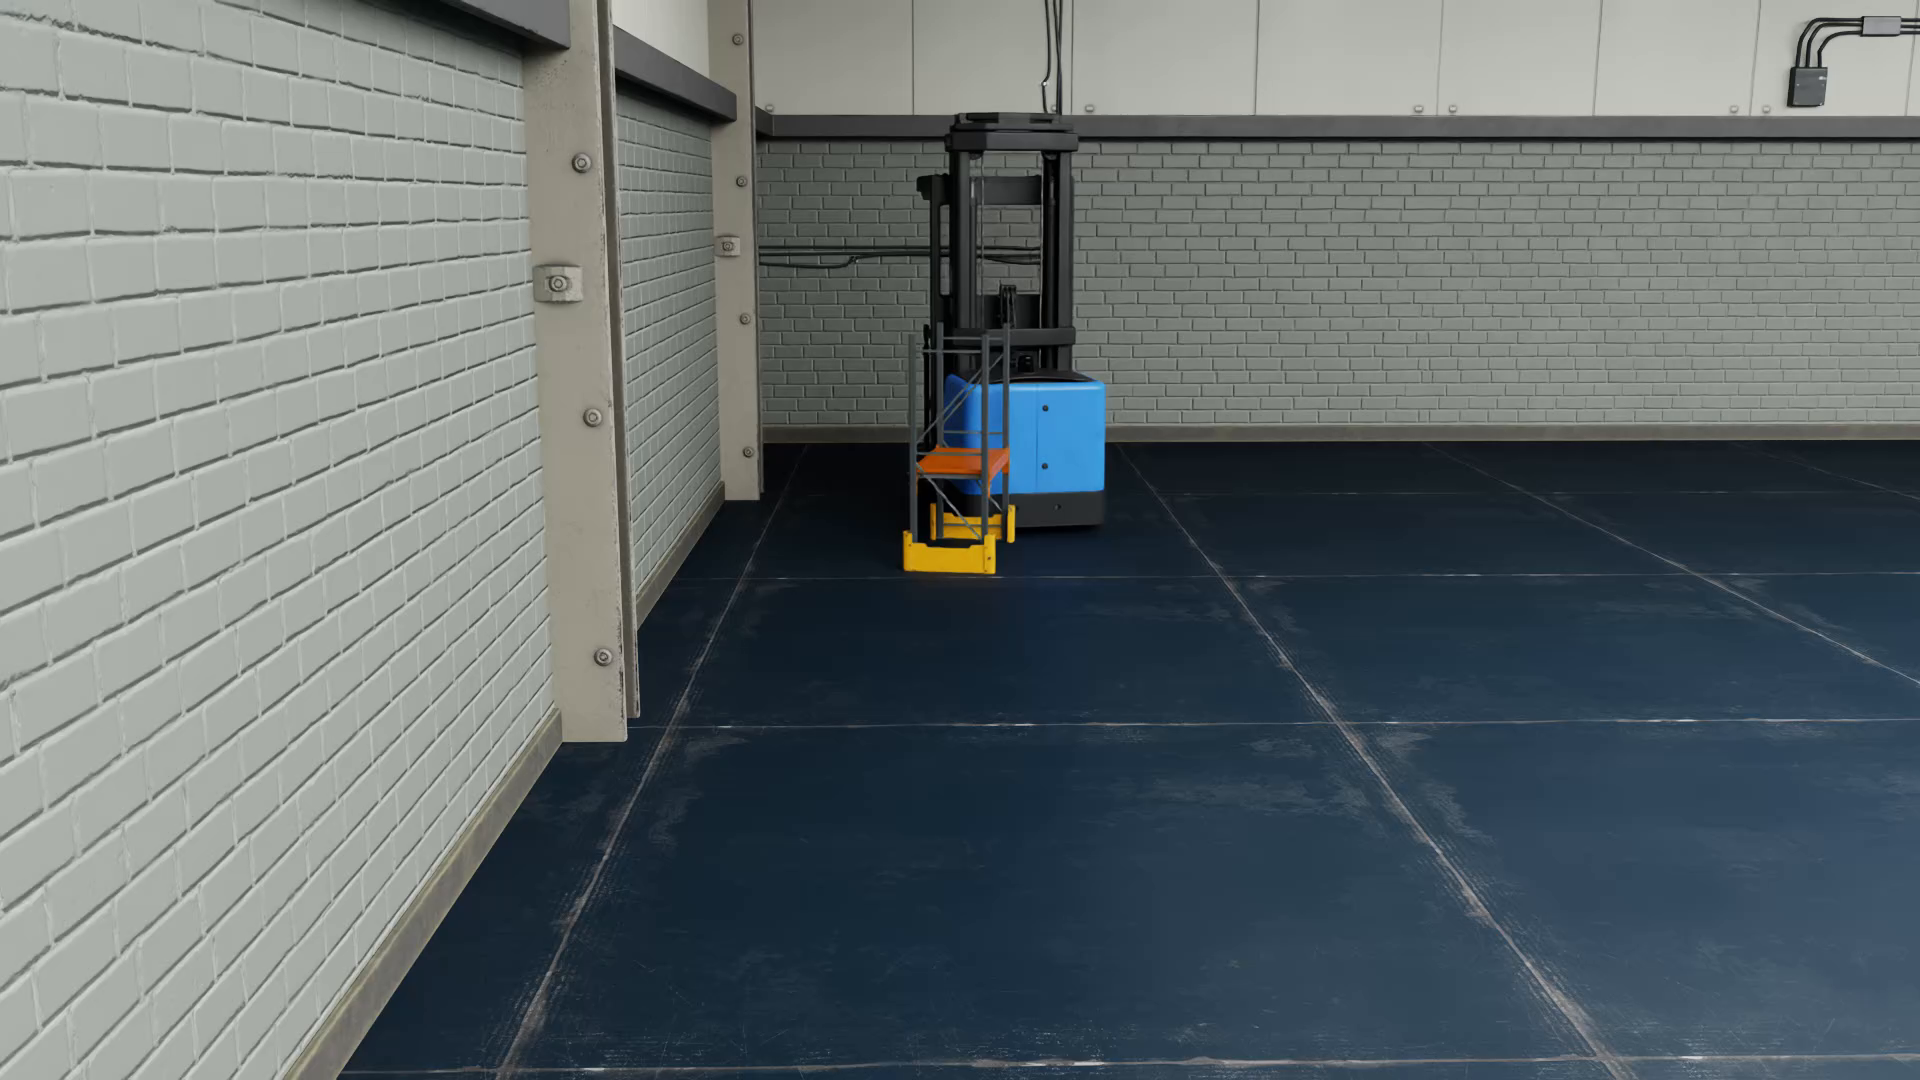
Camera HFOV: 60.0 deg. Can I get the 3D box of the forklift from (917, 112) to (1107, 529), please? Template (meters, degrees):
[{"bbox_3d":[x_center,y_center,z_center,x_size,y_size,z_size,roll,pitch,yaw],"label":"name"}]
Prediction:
[{"bbox_3d":[0.272,-1.753,12.830,1.130,2.935,3.031,-2,12,-10],"label":"forklift"}]

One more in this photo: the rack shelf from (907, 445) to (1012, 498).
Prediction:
[{"bbox_3d":[0.010,-0.459,10.952,0.538,0.185,1.000,2,12,9],"label":"rack shelf"}]

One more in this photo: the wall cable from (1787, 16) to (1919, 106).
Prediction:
[{"bbox_3d":[9.013,-7.058,15.164,2.305,6.003,0.169,0,11,-1],"label":"wall cable"}]

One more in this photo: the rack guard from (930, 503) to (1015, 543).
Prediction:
[{"bbox_3d":[0.086,-0.118,11.514,0.587,0.250,0.087,2,12,9],"label":"rack guard"}]

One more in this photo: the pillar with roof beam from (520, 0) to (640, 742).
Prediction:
[{"bbox_3d":[2.689,-3.590,6.620,9.100,9.000,0.400,0,11,-1],"label":"pillar with roof beam"}]

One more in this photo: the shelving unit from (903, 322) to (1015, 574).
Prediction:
[{"bbox_3d":[0.008,-0.633,10.908,0.587,1.500,1.083,2,12,9],"label":"shelving unit"}]

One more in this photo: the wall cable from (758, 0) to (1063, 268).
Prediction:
[{"bbox_3d":[-0.478,-3.834,15.634,3.097,2.526,0.112,0,11,-1],"label":"wall cable"}]

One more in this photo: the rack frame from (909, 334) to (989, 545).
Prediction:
[{"bbox_3d":[-0.070,-0.535,10.425,0.500,1.500,0.032,2,12,9],"label":"rack frame"}]

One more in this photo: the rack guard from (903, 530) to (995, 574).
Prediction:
[{"bbox_3d":[-0.069,0.077,10.550,0.587,0.250,0.087,2,12,9],"label":"rack guard"}]

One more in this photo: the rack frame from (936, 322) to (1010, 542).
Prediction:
[{"bbox_3d":[0.089,-0.735,11.409,0.500,1.500,0.032,2,12,9],"label":"rack frame"}]

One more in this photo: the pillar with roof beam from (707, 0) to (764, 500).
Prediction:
[{"bbox_3d":[2.565,-4.782,12.499,9.100,9.000,0.400,0,11,-1],"label":"pillar with roof beam"}]
